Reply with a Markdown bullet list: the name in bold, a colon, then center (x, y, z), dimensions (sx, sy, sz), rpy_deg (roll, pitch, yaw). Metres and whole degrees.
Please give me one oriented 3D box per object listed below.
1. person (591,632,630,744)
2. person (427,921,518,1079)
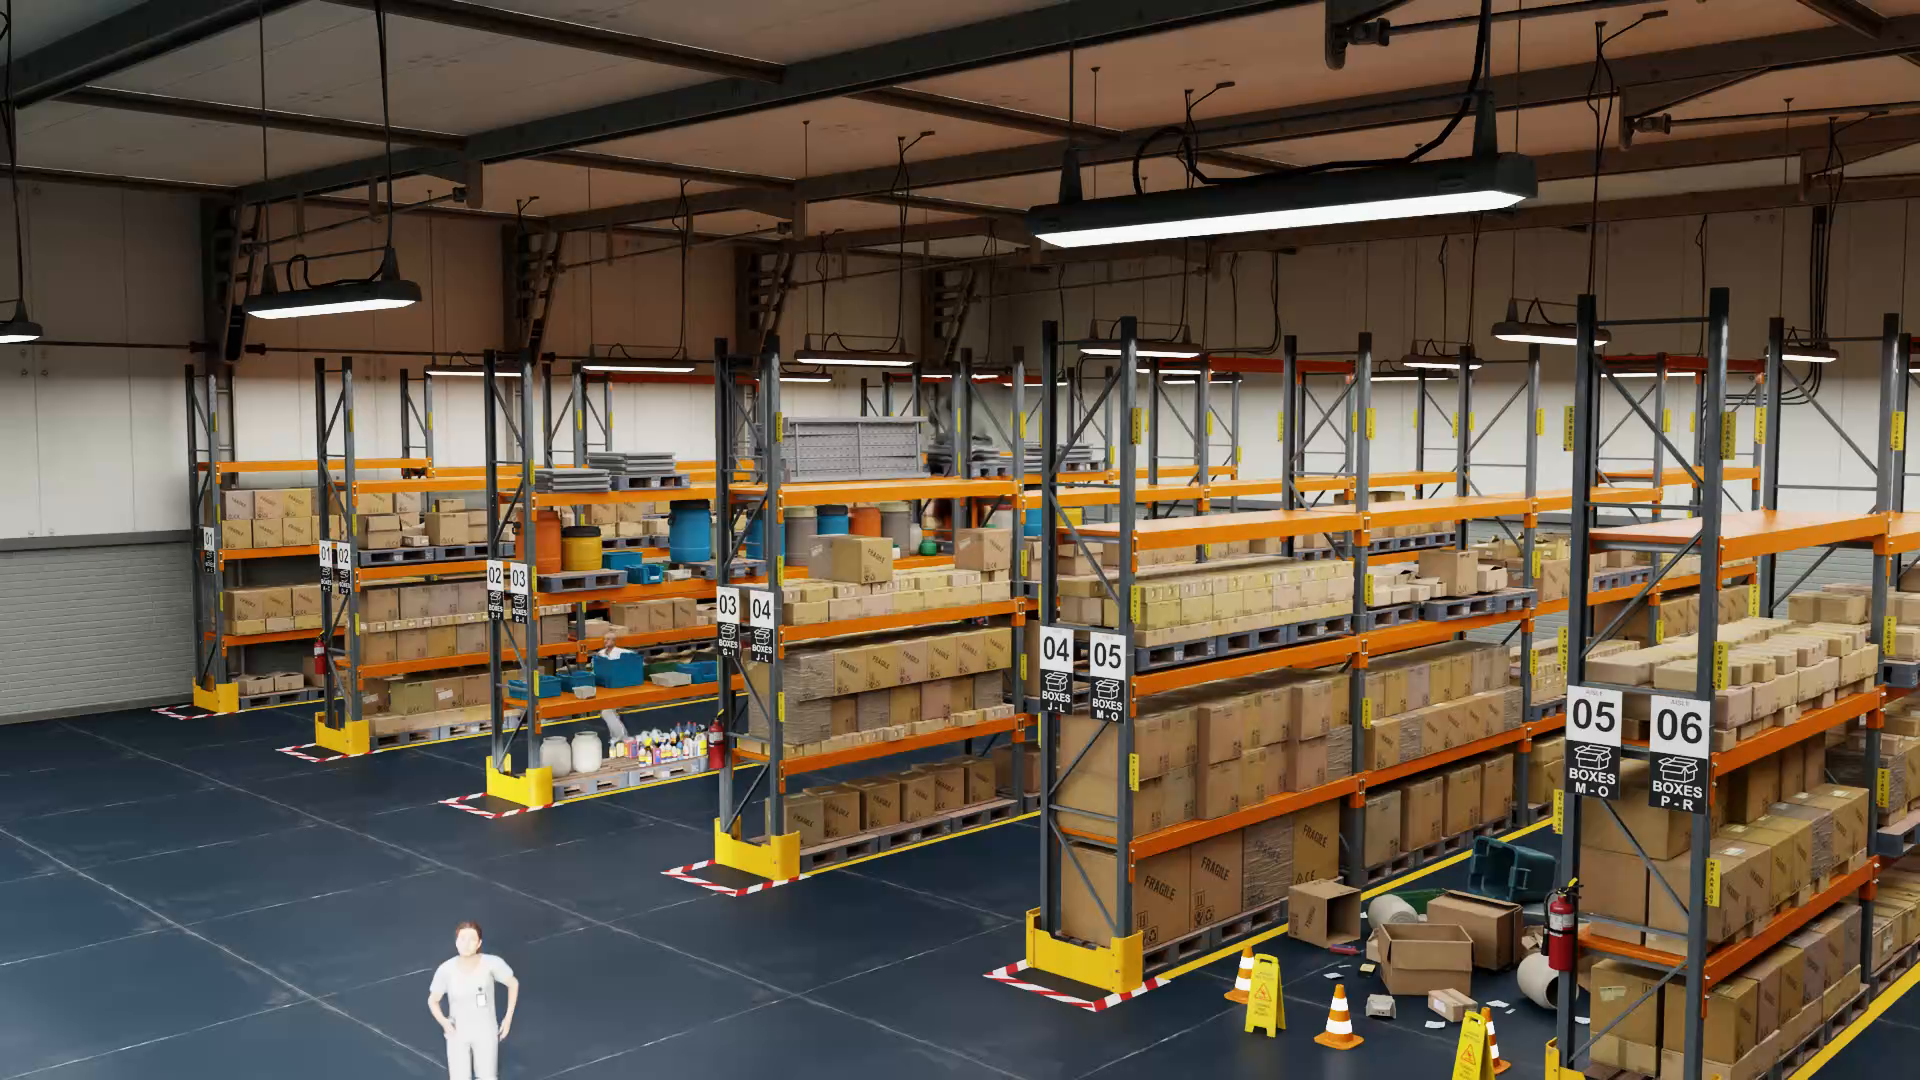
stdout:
- **person**: center (-5.392, 2.322, 25.654), dimensions (0.684, 1.788, 0.740), rpy_deg (3, 5, 34)
- **person**: center (-3.398, 3.465, 11.597), dimensions (0.601, 1.636, 0.578), rpy_deg (-1, 4, -10)
